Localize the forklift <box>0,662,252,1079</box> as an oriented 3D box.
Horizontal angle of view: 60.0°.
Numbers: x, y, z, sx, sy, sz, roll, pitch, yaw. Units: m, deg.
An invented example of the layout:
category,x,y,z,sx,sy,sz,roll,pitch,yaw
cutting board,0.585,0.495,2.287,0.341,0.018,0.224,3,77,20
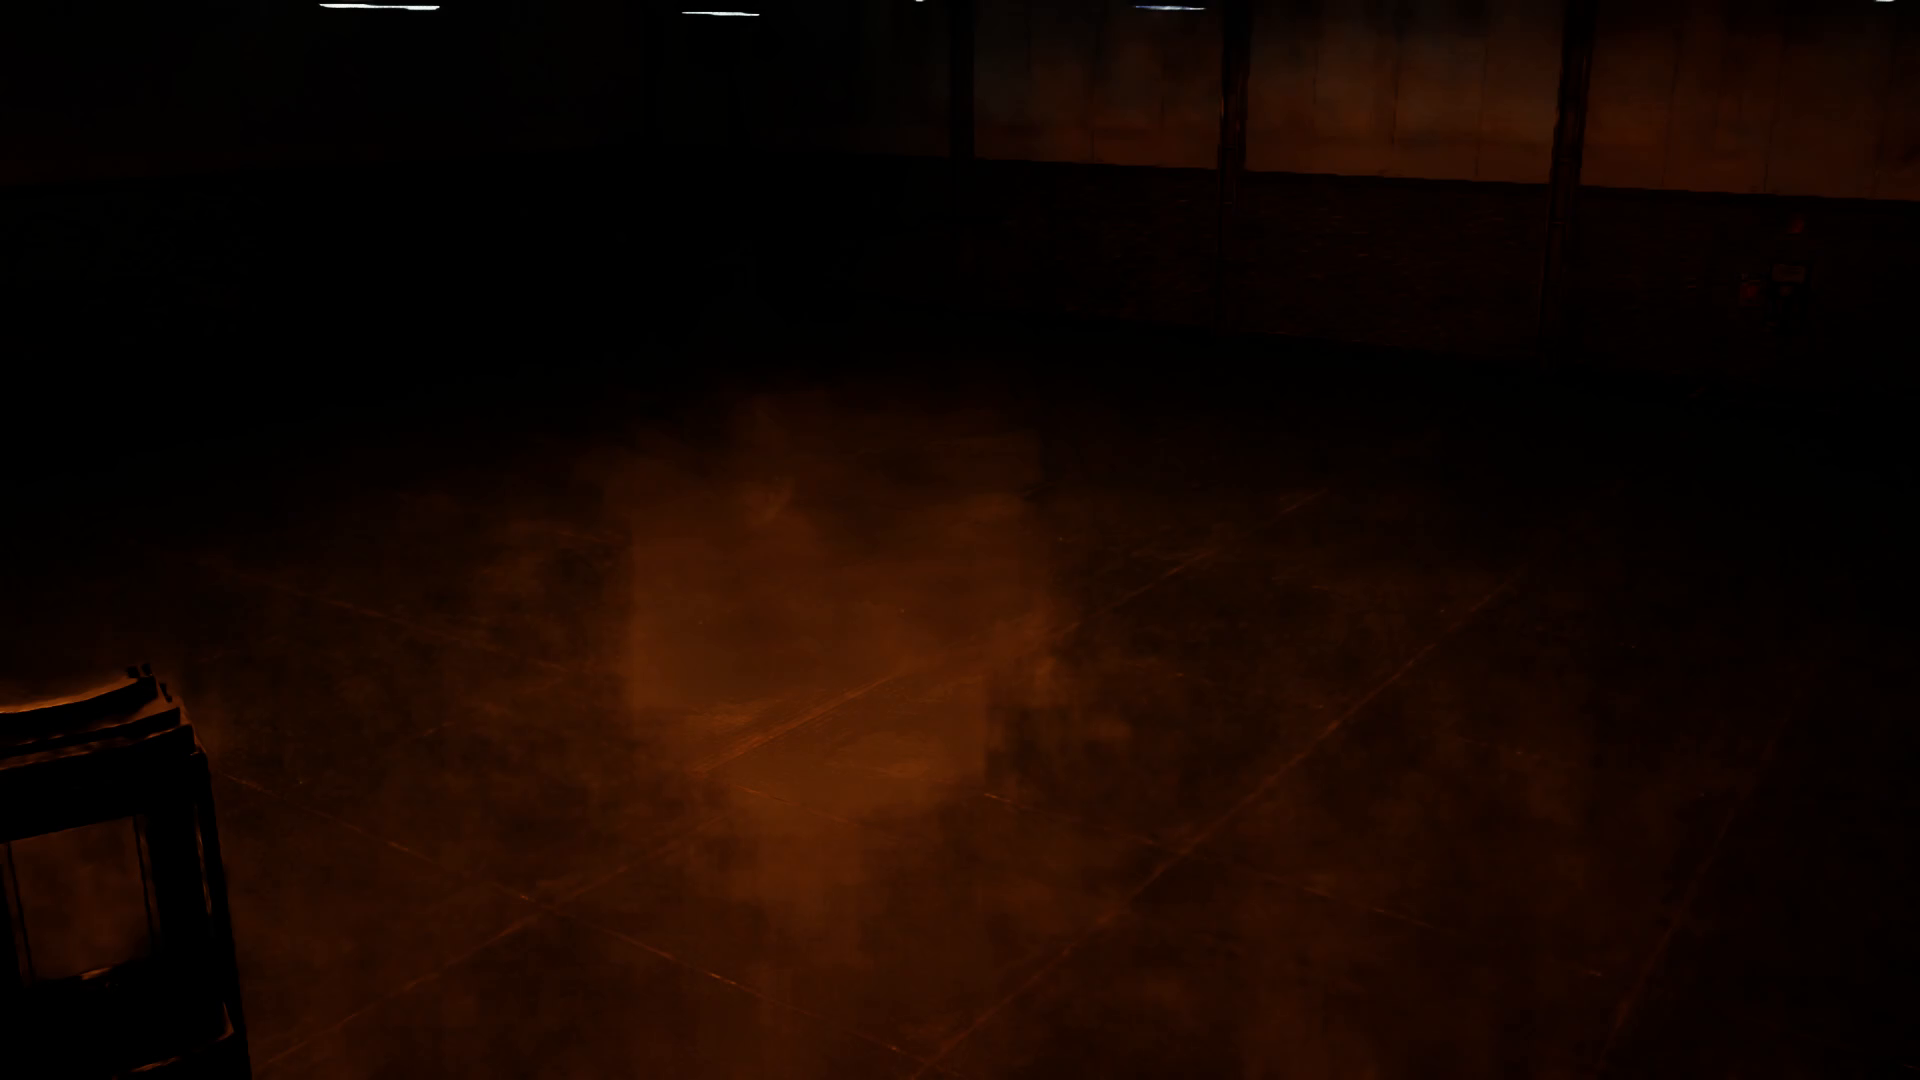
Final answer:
category,x,y,z,sx,sy,sz,roll,pitch,yaw
forklift,-0.869,-1.829,6.948,1.130,2.935,3.031,-10,19,-31
